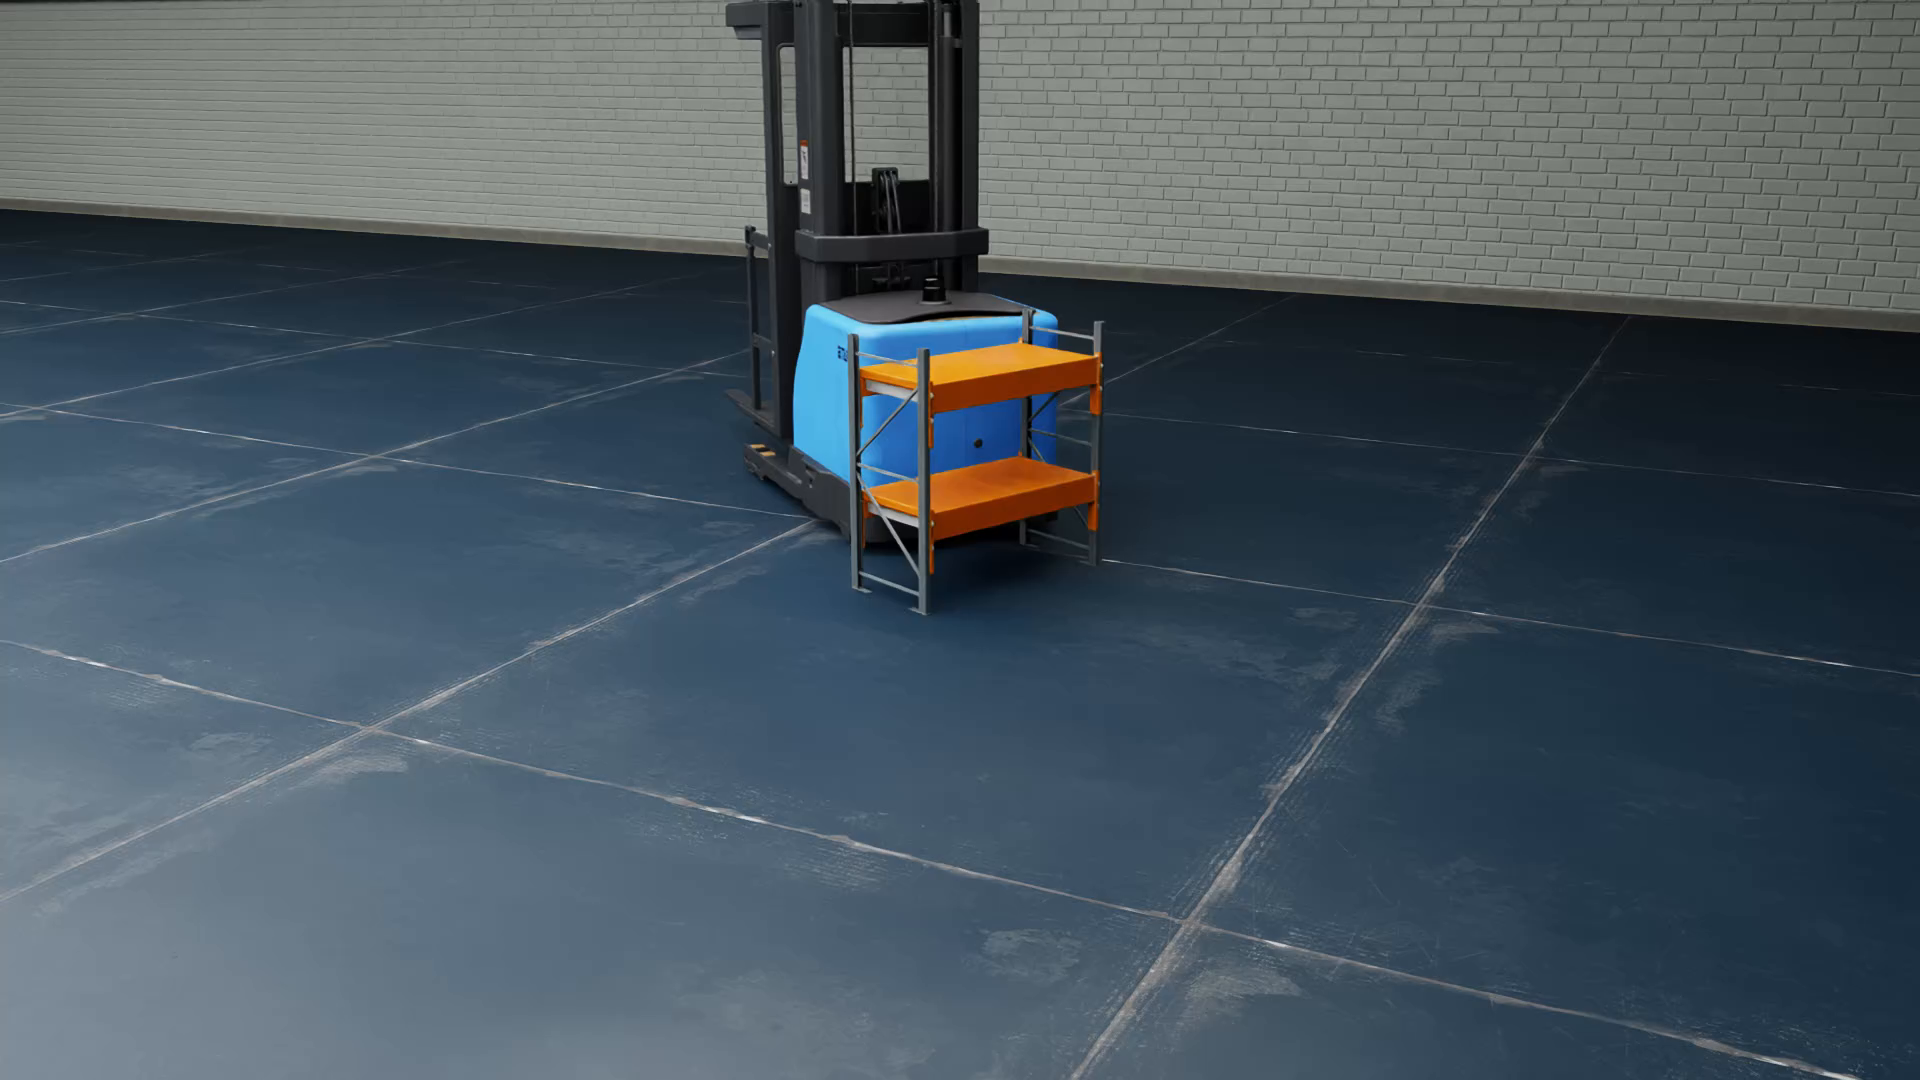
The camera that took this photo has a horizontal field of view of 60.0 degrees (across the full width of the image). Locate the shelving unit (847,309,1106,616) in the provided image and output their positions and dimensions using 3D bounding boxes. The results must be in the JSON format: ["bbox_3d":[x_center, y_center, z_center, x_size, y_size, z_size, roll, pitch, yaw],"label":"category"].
[{"bbox_3d":[0.082,-0.372,7.302,1.048,1.125,0.538,-14,22,-40],"label":"shelving unit"}]

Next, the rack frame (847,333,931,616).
[{"bbox_3d":[-0.298,-0.276,6.978,0.032,1.125,0.500,-14,22,-40],"label":"rack frame"}]

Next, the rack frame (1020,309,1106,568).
[{"bbox_3d":[0.463,-0.468,7.625,0.032,1.125,0.500,-14,22,-40],"label":"rack frame"}]

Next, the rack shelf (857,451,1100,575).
[{"bbox_3d":[0.082,-0.138,7.371,1.000,0.278,0.538,-14,22,-40],"label":"rack shelf"}]

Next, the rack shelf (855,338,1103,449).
[{"bbox_3d":[0.082,-0.653,7.219,1.000,0.278,0.538,-14,22,-40],"label":"rack shelf"}]

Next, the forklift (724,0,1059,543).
[{"bbox_3d":[-0.565,-1.769,8.832,1.130,2.935,3.031,-7,18,-22],"label":"forklift"}]
